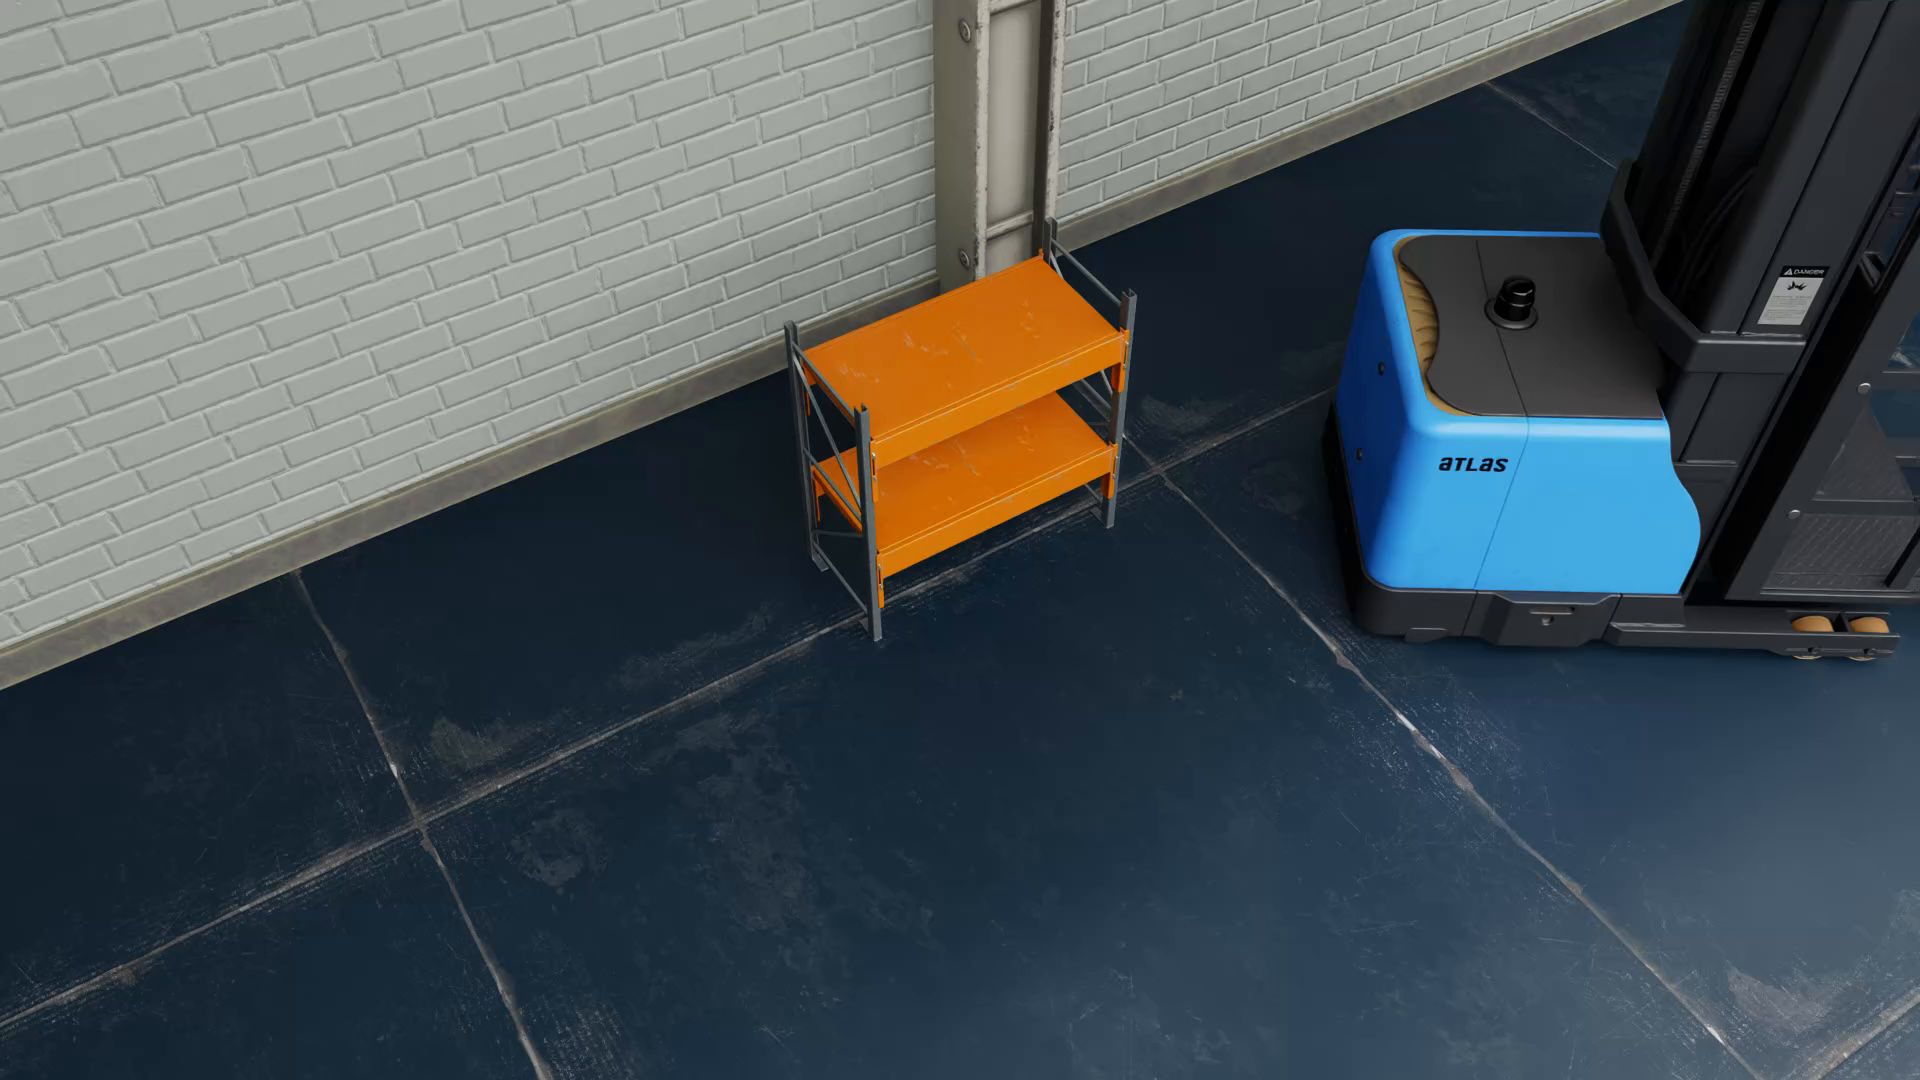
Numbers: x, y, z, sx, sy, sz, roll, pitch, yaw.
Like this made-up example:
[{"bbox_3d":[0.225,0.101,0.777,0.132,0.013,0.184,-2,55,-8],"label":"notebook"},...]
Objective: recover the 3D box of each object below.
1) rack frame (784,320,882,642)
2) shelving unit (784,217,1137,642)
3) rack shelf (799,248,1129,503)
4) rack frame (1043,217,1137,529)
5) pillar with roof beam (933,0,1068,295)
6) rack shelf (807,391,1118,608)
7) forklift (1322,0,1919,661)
[{"bbox_3d":[-0.424,-0.174,5.652,0.032,1.125,0.500,-25,53,-21],"label":"rack frame"},{"bbox_3d":[0.006,-0.377,5.832,1.048,1.125,0.538,-25,53,-21],"label":"shelving unit"},{"bbox_3d":[0.006,-0.571,5.614,1.000,0.278,0.538,-25,53,-21],"label":"rack shelf"},{"bbox_3d":[0.436,-0.579,6.013,0.032,1.125,0.500,-25,53,-21],"label":"rack frame"},{"bbox_3d":[2.443,-1.290,1.373,0.400,9.000,9.100,-25,53,-21],"label":"pillar with roof beam"},{"bbox_3d":[0.006,-0.214,6.015,1.000,0.278,0.538,-25,53,-21],"label":"rack shelf"},{"bbox_3d":[2.914,-0.956,5.138,3.031,2.935,1.130,1,48,1],"label":"forklift"}]
